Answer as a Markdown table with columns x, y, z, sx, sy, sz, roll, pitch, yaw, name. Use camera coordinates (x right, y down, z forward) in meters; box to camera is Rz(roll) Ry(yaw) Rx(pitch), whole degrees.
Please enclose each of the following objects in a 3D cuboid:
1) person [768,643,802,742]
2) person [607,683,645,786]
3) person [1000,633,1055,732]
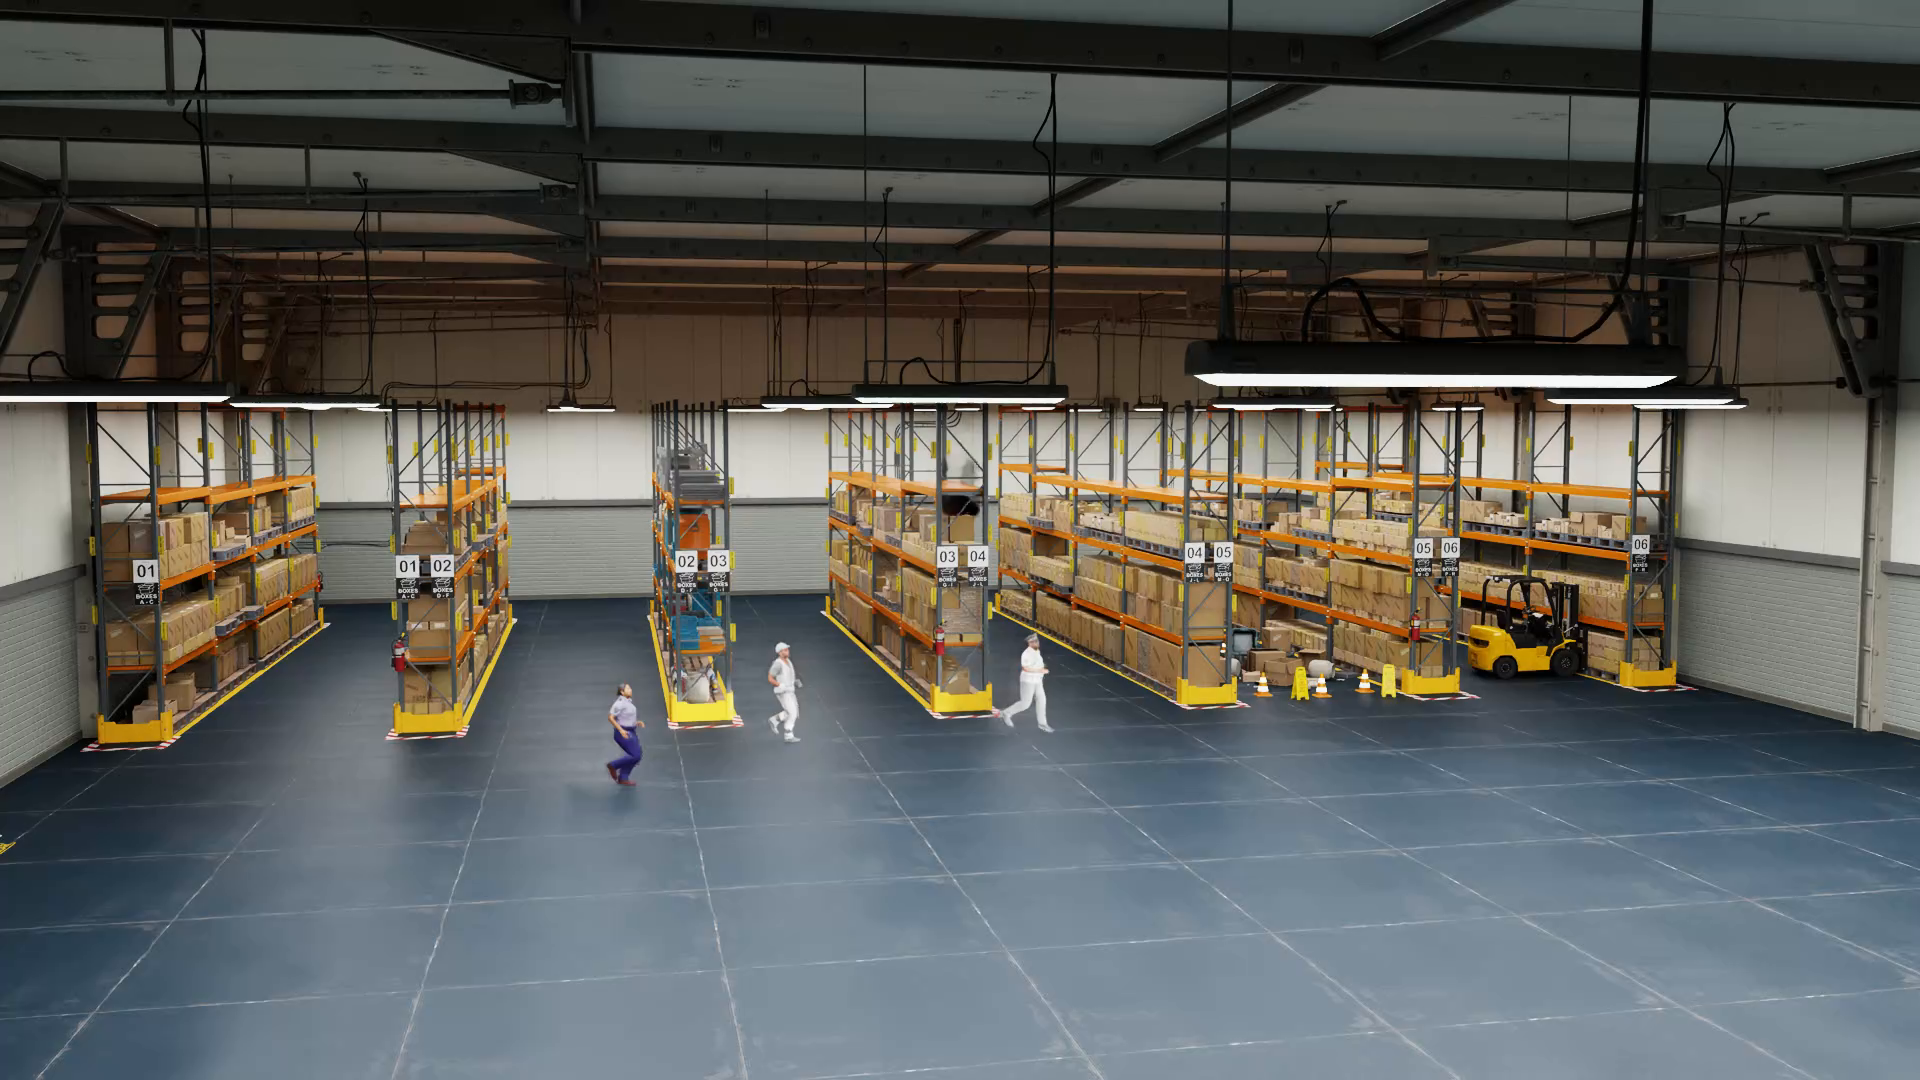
| x | y | z | sx | sy | sz | roll | pitch | yaw | name |
| --- | --- | --- | --- | --- | --- | --- | --- | --- | --- |
| -3.105 | 2.662 | 29.079 | 0.687 | 1.741 | 0.658 | 2 | 5 | 22 | person |
| -5.150 | 2.999 | 25.655 | 0.549 | 1.606 | 0.607 | 0 | 4 | 3 | person |
| 1.263 | 2.570 | 30.114 | 0.942 | 1.801 | 0.673 | 2 | 5 | 26 | person |
